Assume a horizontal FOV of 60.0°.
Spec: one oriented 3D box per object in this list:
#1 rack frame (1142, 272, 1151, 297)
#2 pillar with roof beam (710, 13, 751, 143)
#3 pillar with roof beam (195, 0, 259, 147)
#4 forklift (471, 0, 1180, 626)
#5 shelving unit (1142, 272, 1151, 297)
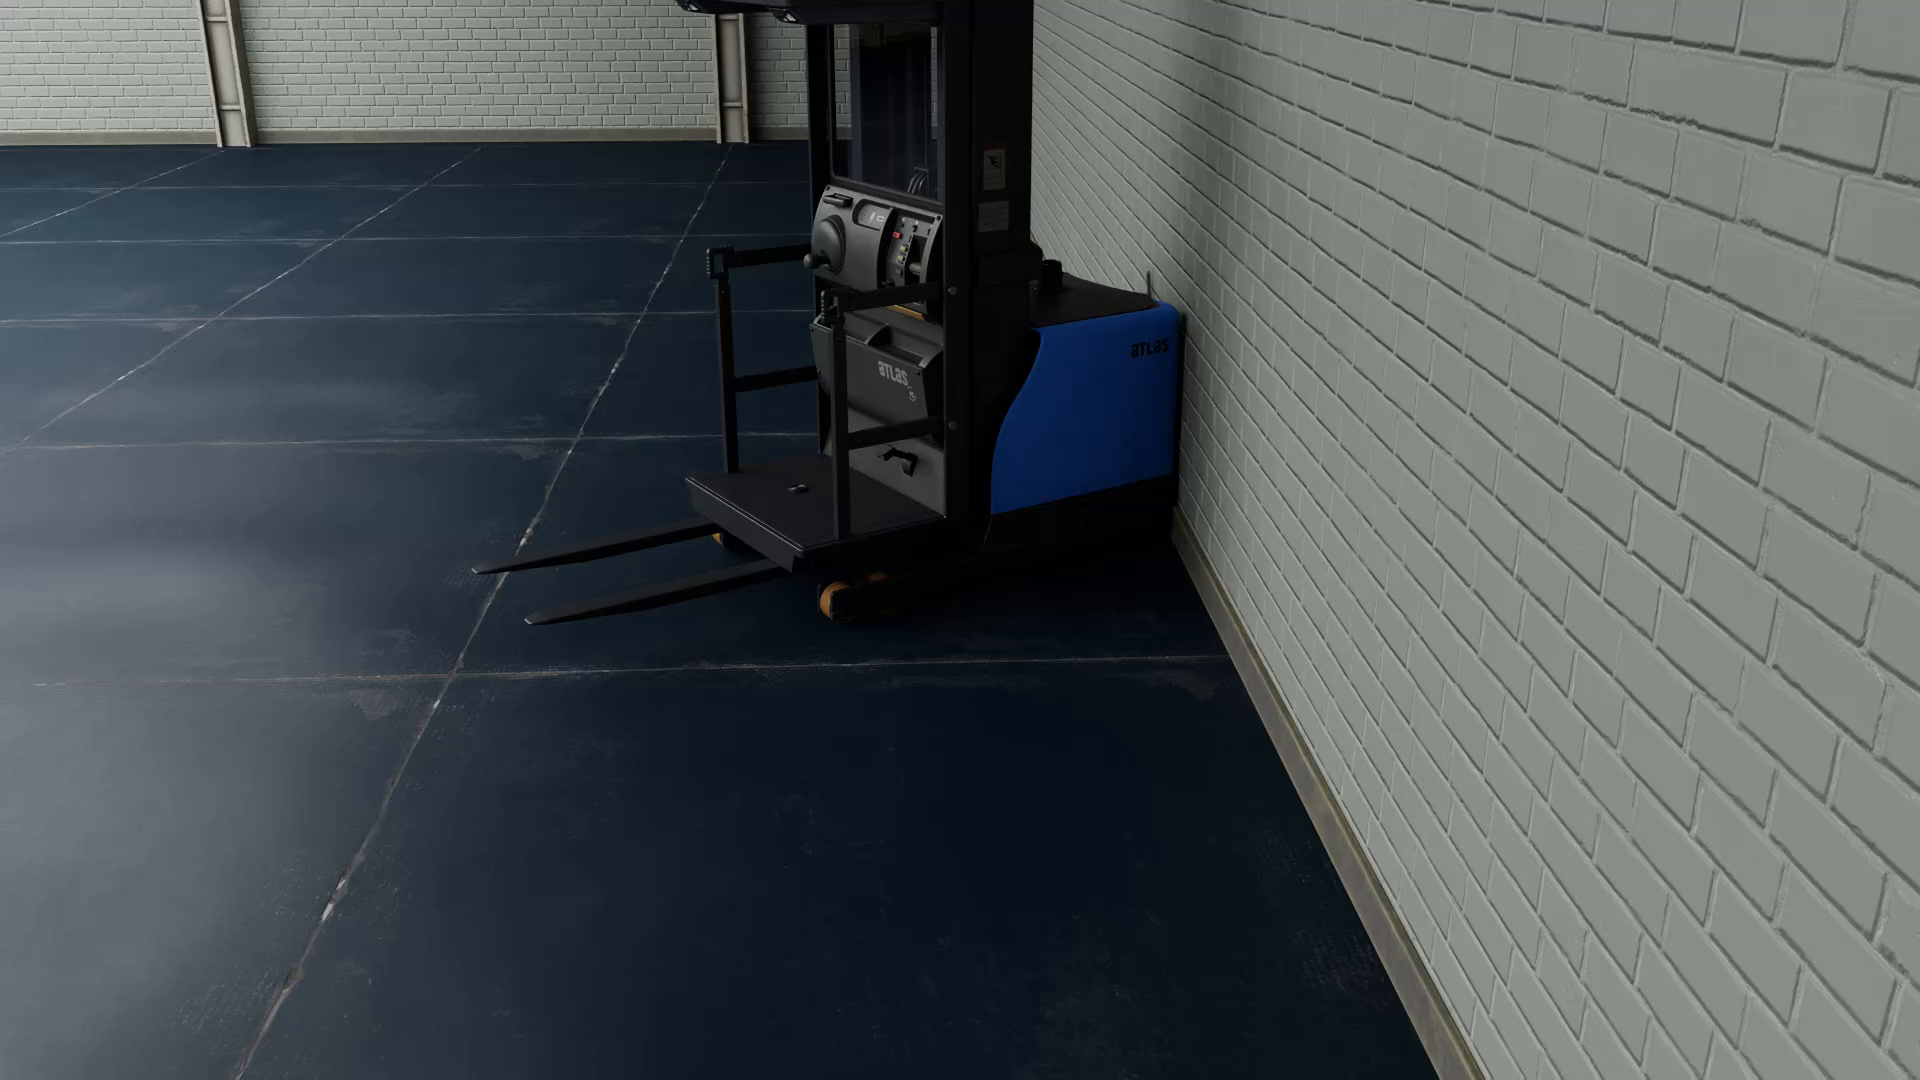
[{"bbox_3d":[0.931,-0.715,8.114,0.015,1.200,0.240,0,-20,-3],"label":"rack frame"},{"bbox_3d":[-2.550,-7.608,14.957,0.400,9.000,9.100,-1,21,-3],"label":"pillar with roof beam"},{"bbox_3d":[-8.540,-7.486,14.637,0.400,9.000,9.100,-1,21,-3],"label":"pillar with roof beam"},{"bbox_3d":[-0.523,-1.246,6.774,3.031,2.935,1.130,-13,25,-31],"label":"forklift"},{"bbox_3d":[0.687,-0.716,8.100,0.503,1.200,0.258,0,-20,-3],"label":"shelving unit"}]
